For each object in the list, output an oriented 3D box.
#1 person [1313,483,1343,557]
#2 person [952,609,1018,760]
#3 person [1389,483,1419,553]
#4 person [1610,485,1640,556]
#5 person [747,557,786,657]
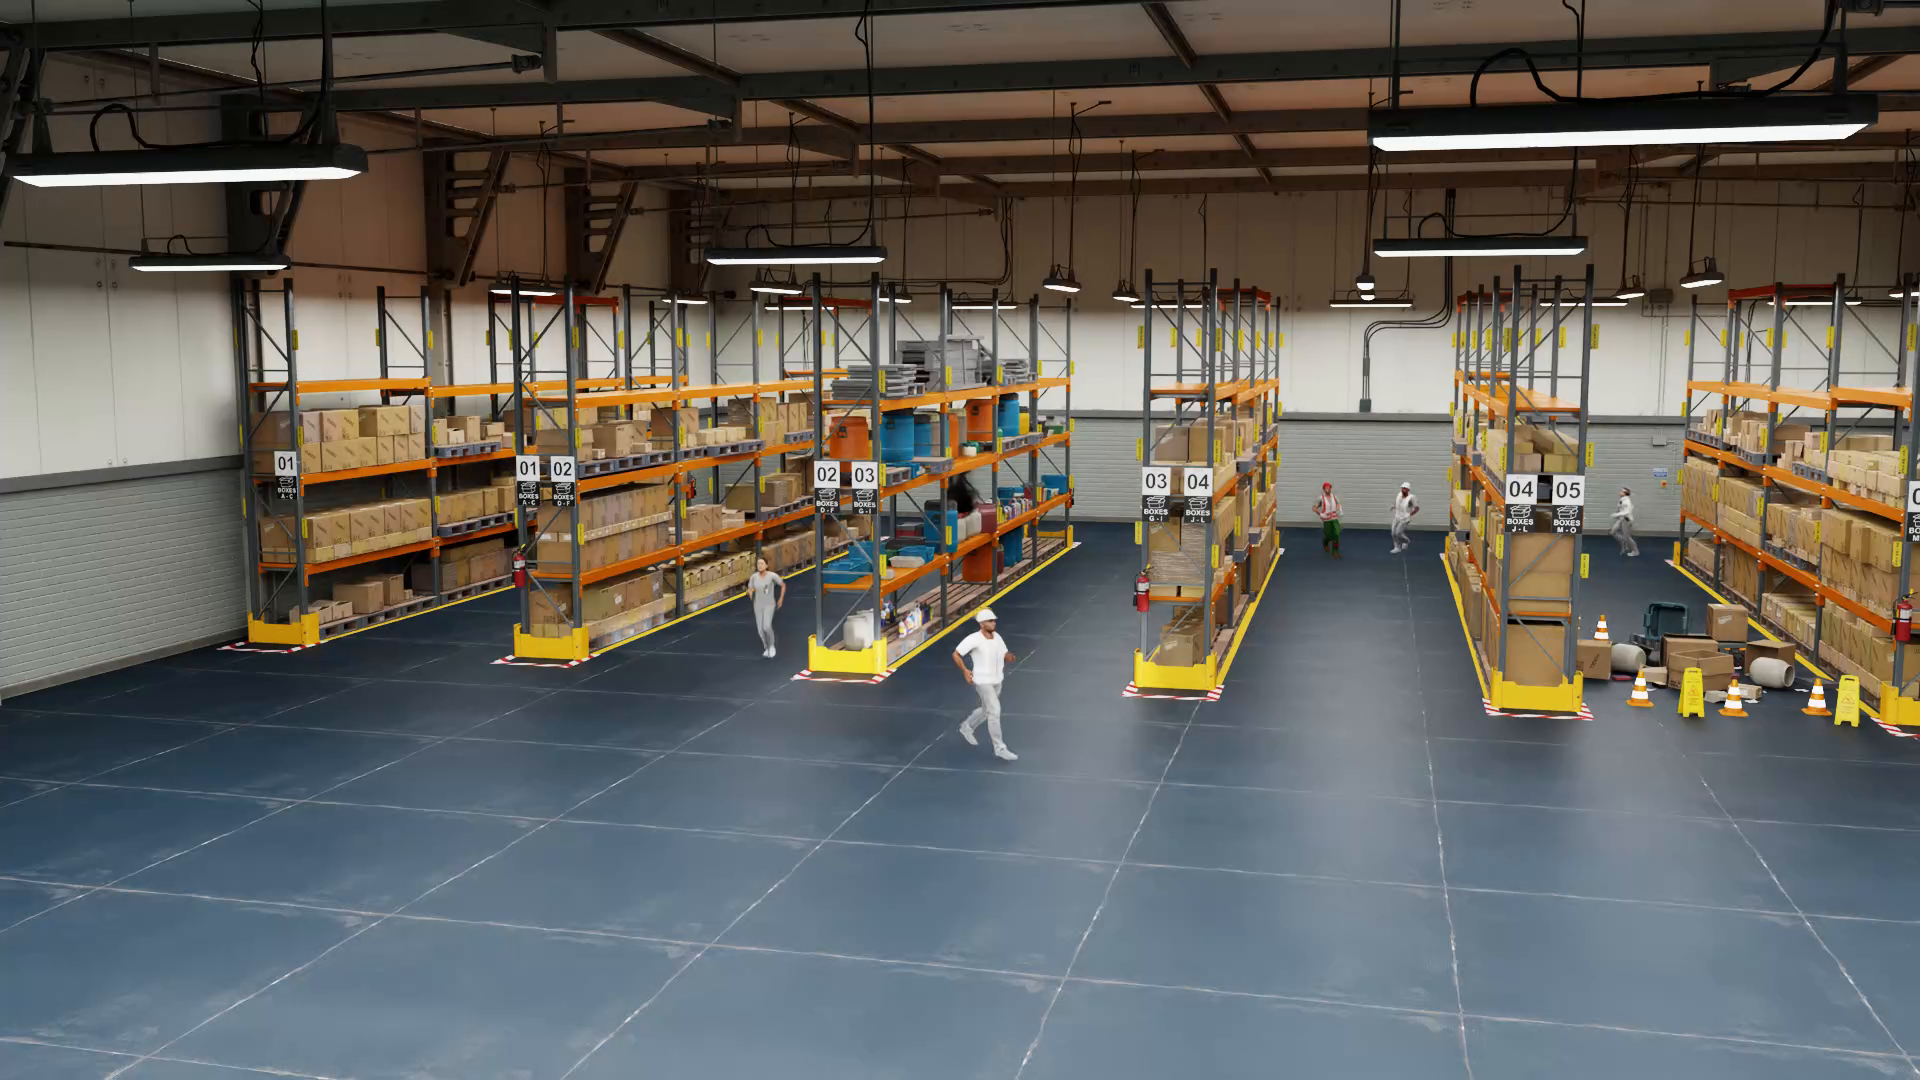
[{"bbox_3d":[8.546,-0.481,38.666,0.697,1.726,0.691,-2,7,-13],"label":"person"},{"bbox_3d":[0.333,1.705,20.015,0.987,1.755,0.699,6,9,39],"label":"person"},{"bbox_3d":[10.431,-0.516,39.082,0.628,1.694,0.695,-3,7,-23],"label":"person"},{"bbox_3d":[15.452,-0.455,38.648,0.688,1.639,0.547,1,7,11],"label":"person"},{"bbox_3d":[-3.064,1.059,26.141,0.568,1.617,0.715,2,7,14],"label":"person"}]
